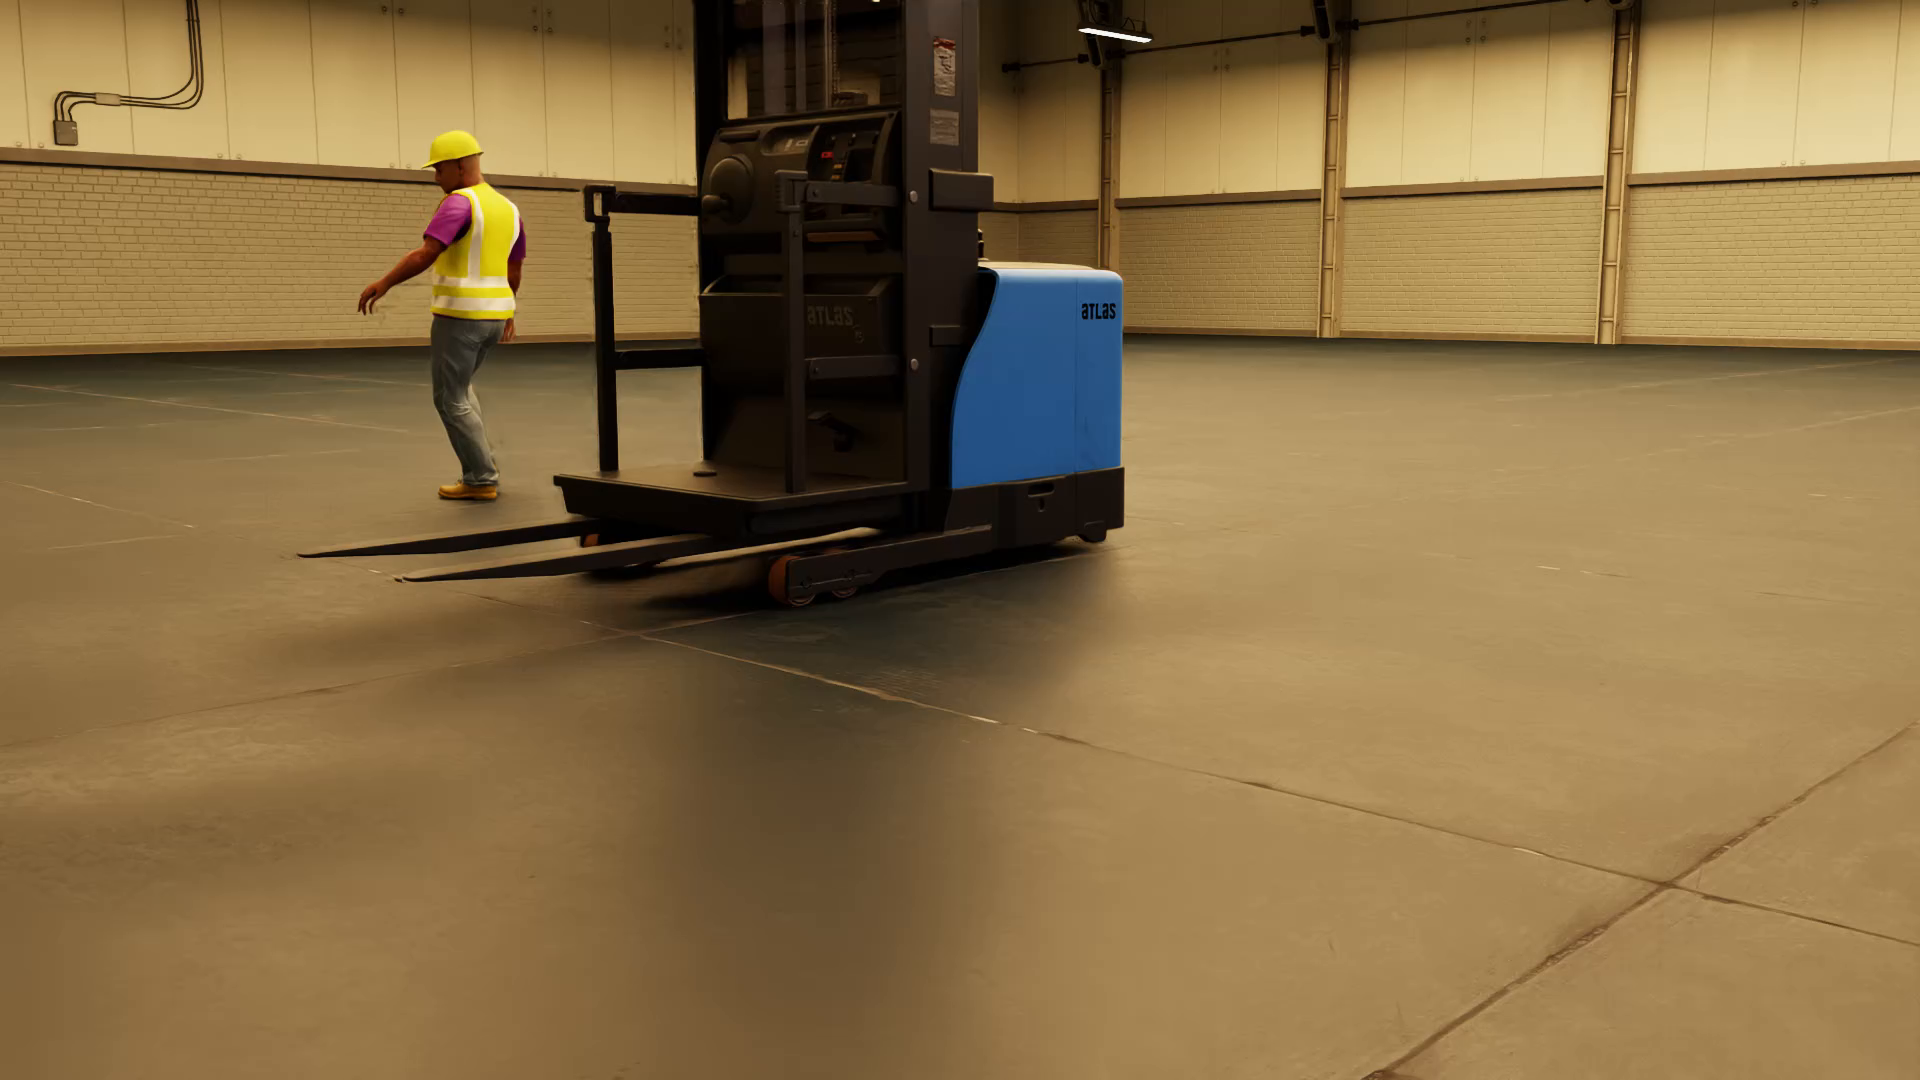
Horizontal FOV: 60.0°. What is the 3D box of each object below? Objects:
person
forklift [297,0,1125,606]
[{"bbox_3d":[-2.405,-1.052,7.996,0.497,1.785,0.966,3,9,20],"label":"person"},{"bbox_3d":[-0.712,-1.321,5.650,1.130,2.935,3.031,8,11,42],"label":"forklift"}]
